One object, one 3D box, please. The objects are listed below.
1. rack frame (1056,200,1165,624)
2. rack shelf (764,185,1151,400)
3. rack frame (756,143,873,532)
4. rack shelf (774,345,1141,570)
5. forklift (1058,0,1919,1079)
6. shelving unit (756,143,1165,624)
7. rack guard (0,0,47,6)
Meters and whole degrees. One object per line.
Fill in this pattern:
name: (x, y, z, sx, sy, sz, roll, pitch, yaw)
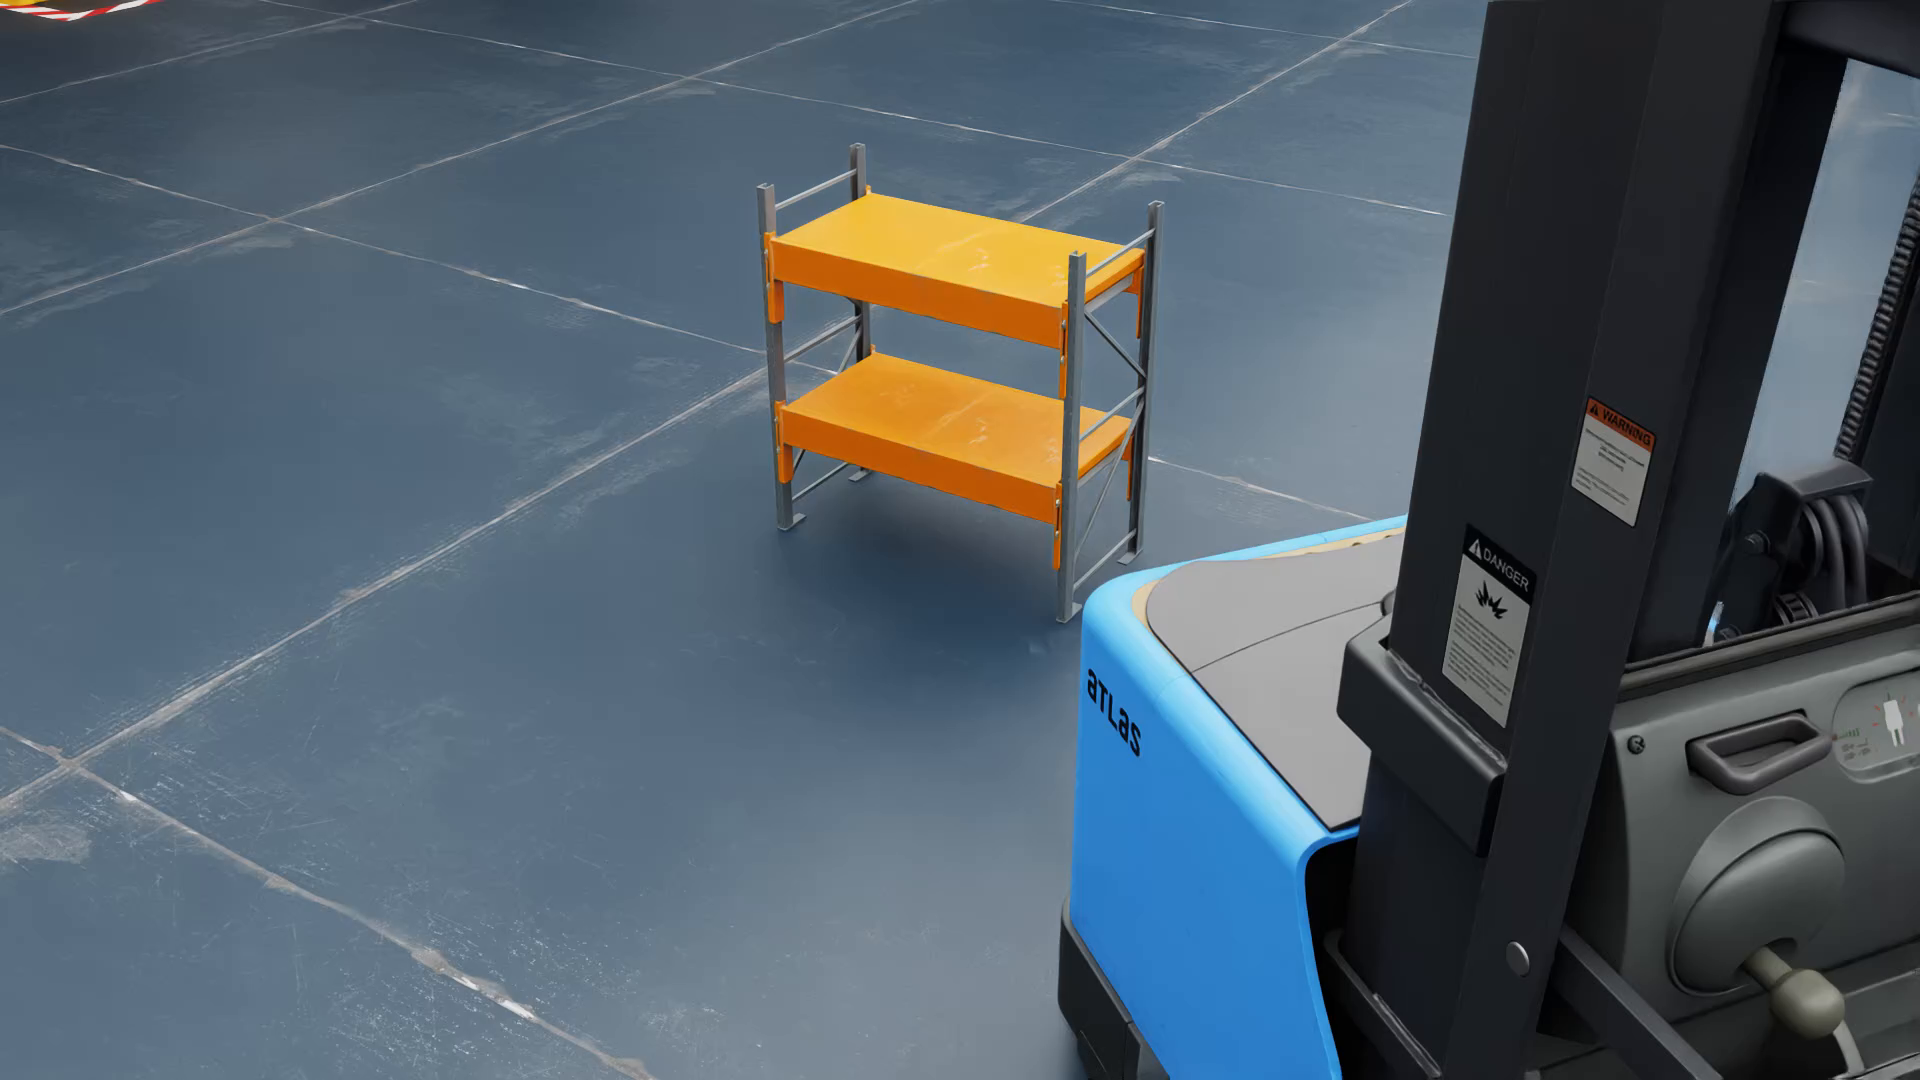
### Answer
rack frame: (0.425, -0.351, 4.736, 0.032, 1.125, 0.500, 18, 35, 27)
rack shelf: (-0.006, -0.740, 4.822, 1.000, 0.278, 0.538, 18, 35, 27)
rack frame: (-0.436, -0.624, 5.203, 0.032, 1.125, 0.500, 18, 35, 27)
rack shelf: (-0.006, -0.276, 5.093, 1.000, 0.278, 0.538, 18, 35, 27)
forklift: (1.213, 0.337, 1.763, 1.130, 2.935, 3.031, -11, 32, -18)
shelving unit: (-0.006, -0.488, 4.970, 1.048, 1.125, 0.538, 18, 35, 27)
rack guard: (-6.438, -4.251, 12.040, 0.348, 0.500, 1.175, 18, 35, 27)
